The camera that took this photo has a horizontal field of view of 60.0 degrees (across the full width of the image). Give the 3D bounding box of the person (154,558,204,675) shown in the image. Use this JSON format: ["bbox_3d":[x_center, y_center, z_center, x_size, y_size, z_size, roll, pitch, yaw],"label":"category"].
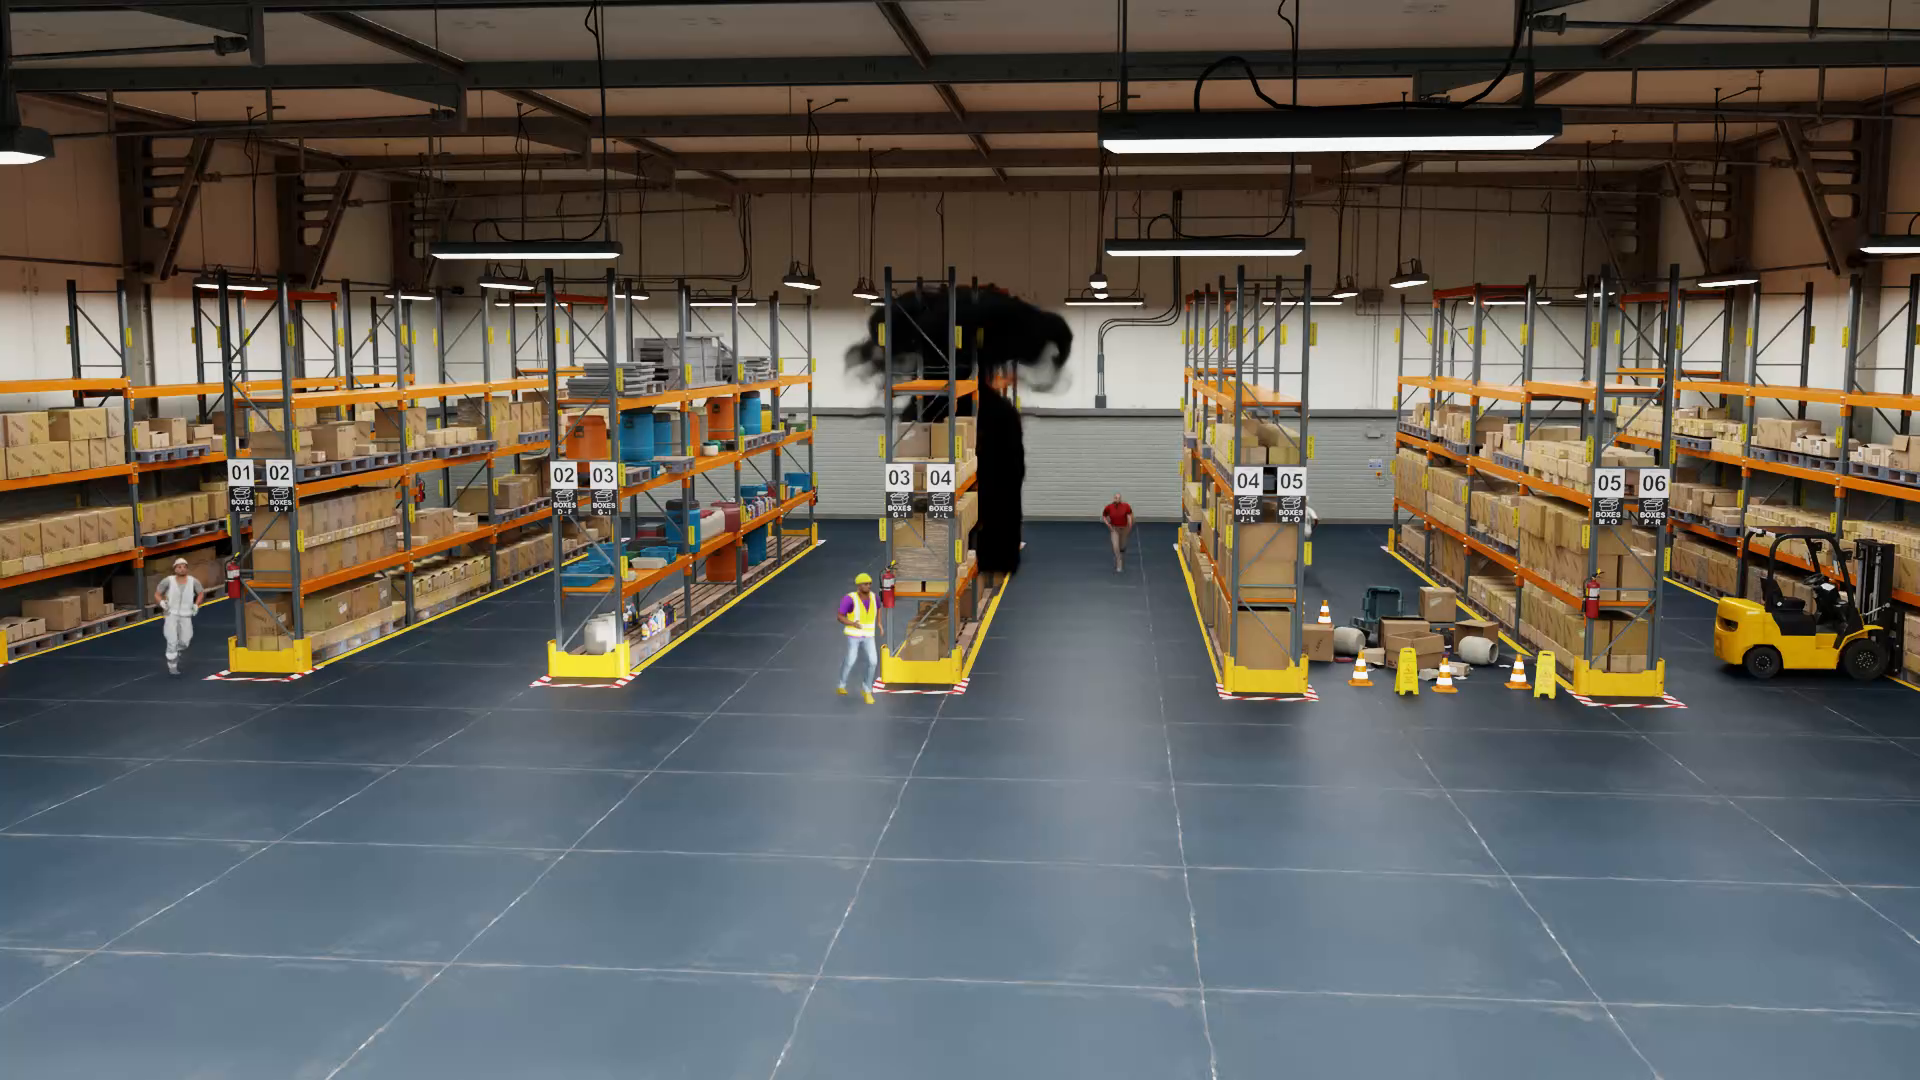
[{"bbox_3d":[-11.691,1.132,24.937,0.685,1.732,0.645,-4,8,-29],"label":"person"}]

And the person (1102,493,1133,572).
[{"bbox_3d":[3.417,-0.179,36.063,0.678,1.714,0.786,0,7,-2],"label":"person"}]

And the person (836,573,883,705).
[{"bbox_3d":[-1.364,1.355,23.001,0.754,1.817,0.724,-4,8,-27],"label":"person"}]

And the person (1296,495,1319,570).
[{"bbox_3d":[7.269,-0.130,35.293,0.583,1.674,0.899,0,7,-2],"label":"person"}]
